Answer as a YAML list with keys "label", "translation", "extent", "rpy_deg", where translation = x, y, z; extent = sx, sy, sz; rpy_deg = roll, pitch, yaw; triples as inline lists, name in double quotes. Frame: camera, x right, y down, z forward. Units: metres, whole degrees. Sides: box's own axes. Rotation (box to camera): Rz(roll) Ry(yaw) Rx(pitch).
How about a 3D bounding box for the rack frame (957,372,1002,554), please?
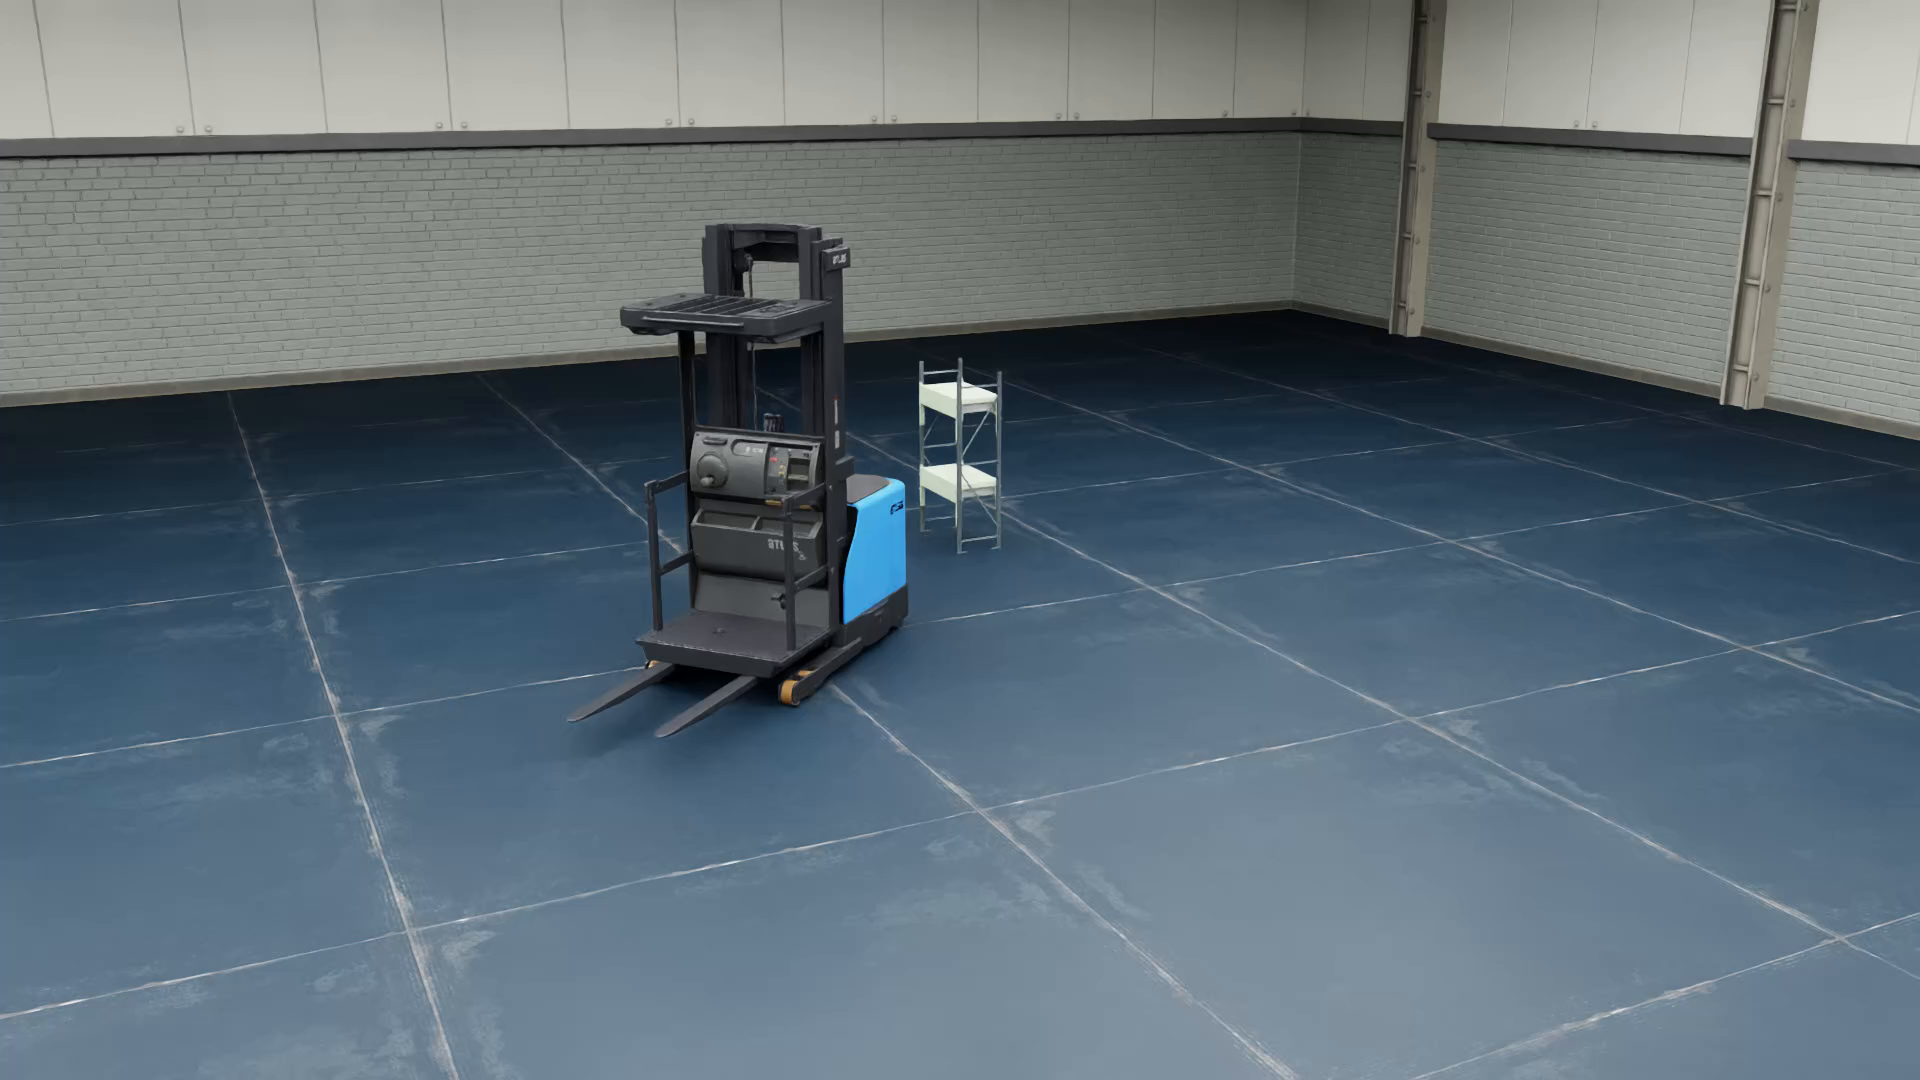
- label: "rack frame"
  translation: [0.157, -0.632, 13.733]
  extent: [0.400, 1.500, 0.023]
  rpy_deg: [-8, 18, -25]

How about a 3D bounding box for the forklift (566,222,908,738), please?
- label: "forklift"
  translation: [-1.418, -0.487, 10.634]
  extent: [1.130, 2.935, 3.031]
  rpy_deg: [7, 17, 22]

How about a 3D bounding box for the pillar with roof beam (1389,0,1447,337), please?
- label: "pillar with roof beam"
  translation: [2.824, -6.894, 21.958]
  extent: [9.100, 9.000, 0.400]
  rpy_deg: [-8, 18, -25]

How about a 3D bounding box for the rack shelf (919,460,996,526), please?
- label: "rack shelf"
  translation: [-0.003, -0.409, 14.139]
  extent: [0.431, 0.370, 0.720]
  rpy_deg: [-8, 18, -25]

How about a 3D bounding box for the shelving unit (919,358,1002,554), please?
- label: "shelving unit"
  translation: [-0.003, -0.723, 14.050]
  extent: [0.431, 1.500, 0.755]
  rpy_deg: [-8, 18, -25]

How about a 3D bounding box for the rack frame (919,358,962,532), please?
- label: "rack frame"
  translation: [-0.163, -0.813, 14.366]
  extent: [0.400, 1.500, 0.023]
  rpy_deg: [-8, 18, -25]

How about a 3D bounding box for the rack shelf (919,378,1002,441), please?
- label: "rack shelf"
  translation: [-0.003, -1.098, 13.942]
  extent: [0.431, 0.370, 0.720]
  rpy_deg: [-8, 18, -25]

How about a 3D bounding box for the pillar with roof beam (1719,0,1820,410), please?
- label: "pillar with roof beam"
  translation: [5.453, -5.406, 16.774]
  extent: [9.100, 9.000, 0.400]
  rpy_deg: [-8, 18, -25]
